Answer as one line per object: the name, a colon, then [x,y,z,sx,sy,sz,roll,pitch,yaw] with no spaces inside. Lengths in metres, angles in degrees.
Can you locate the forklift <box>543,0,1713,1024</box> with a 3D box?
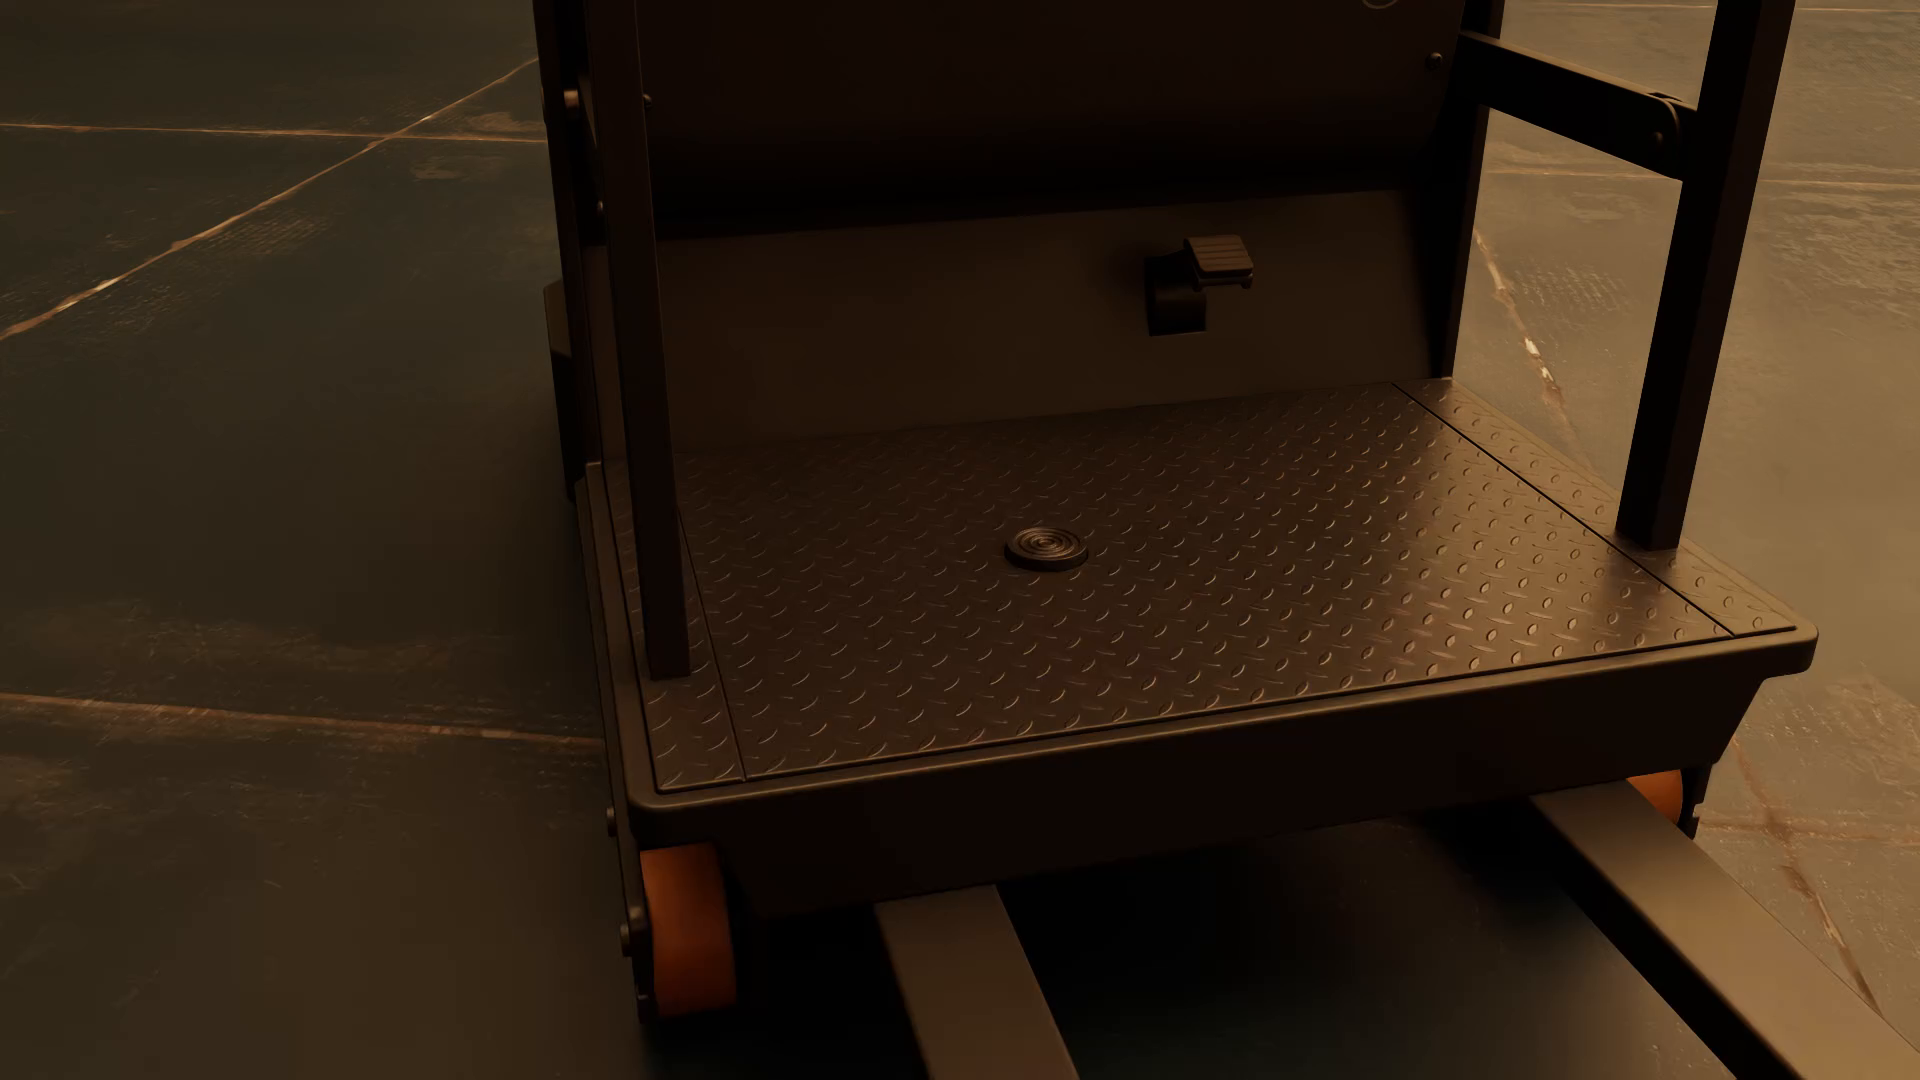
forklift: [0.153,-1.049,1.319,1.130,2.935,3.031,-7,27,-13]
